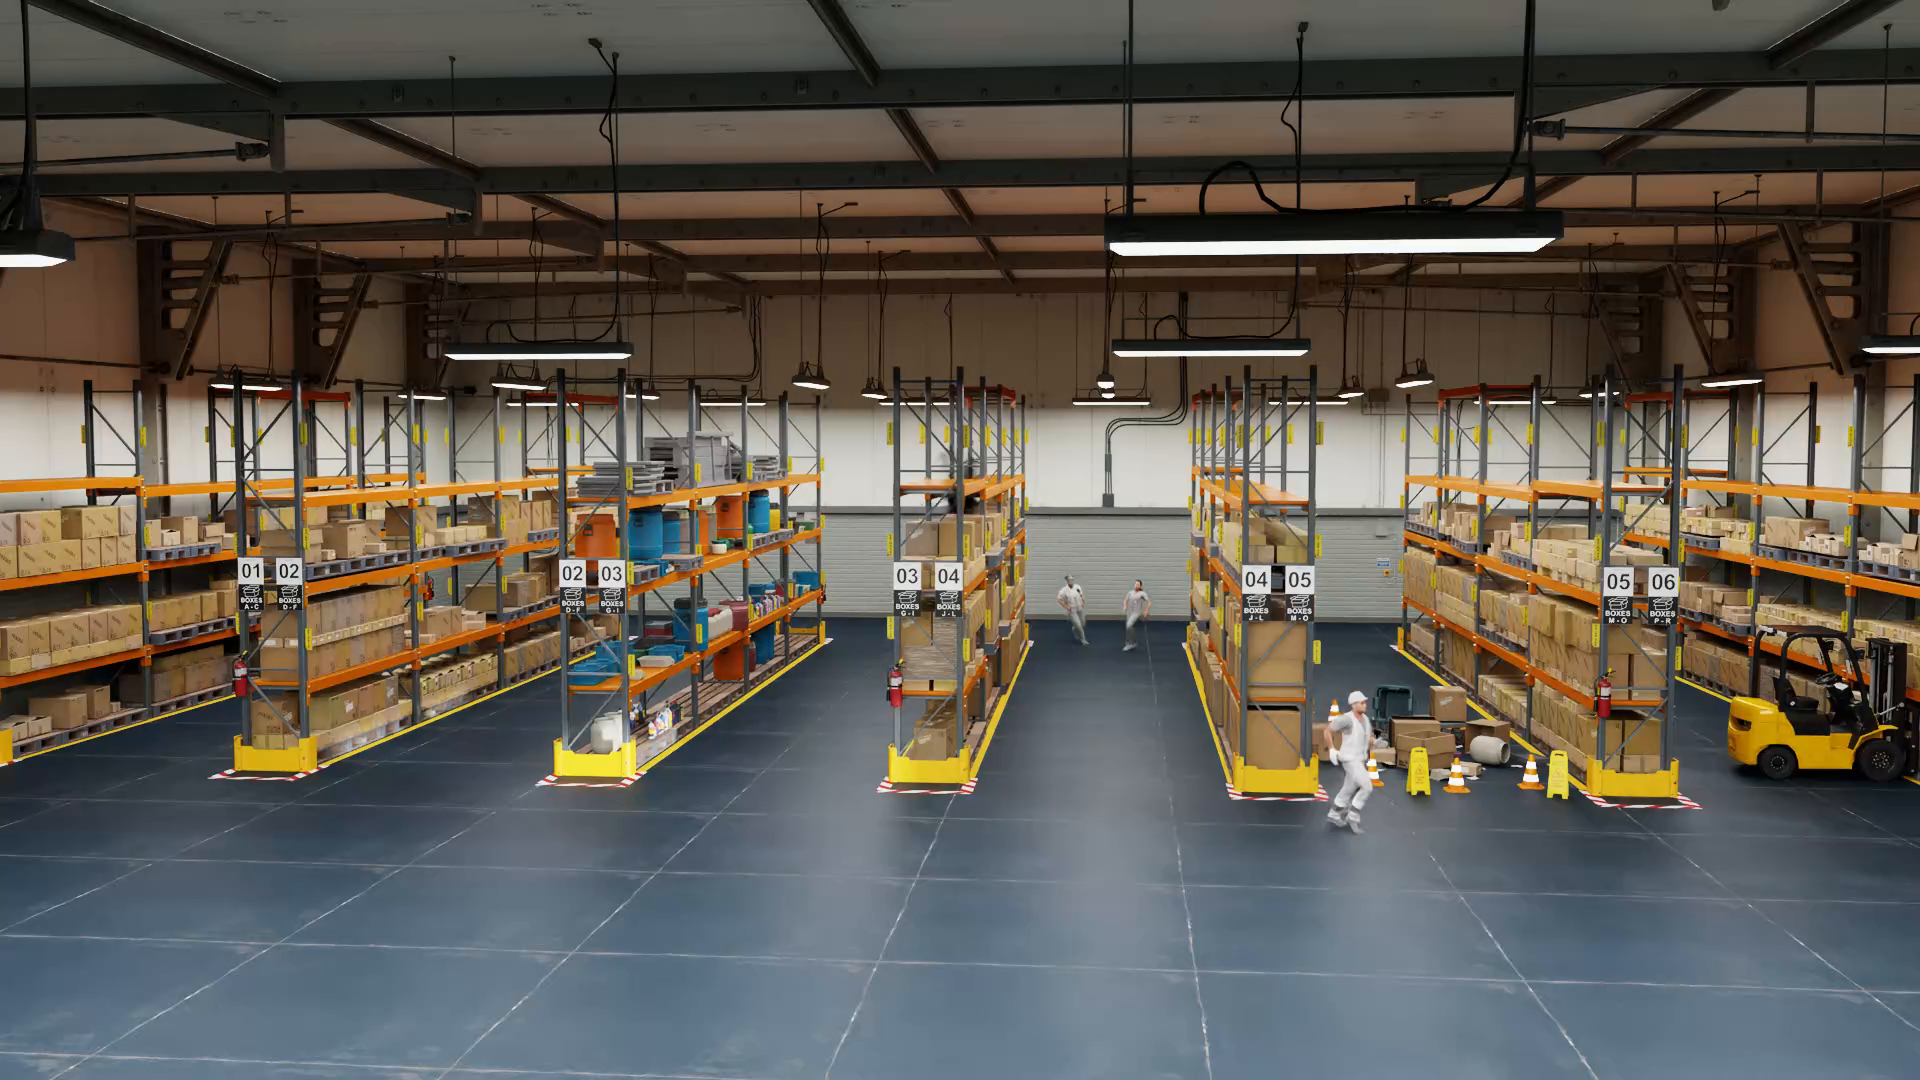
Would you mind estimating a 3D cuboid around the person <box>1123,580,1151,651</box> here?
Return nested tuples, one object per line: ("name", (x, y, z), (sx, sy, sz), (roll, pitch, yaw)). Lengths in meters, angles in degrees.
("person", (4.096, 1.768, 39.047), (0.611, 1.654, 0.635), (3, 5, 42))

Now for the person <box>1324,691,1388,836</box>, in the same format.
("person", (4.982, 2.809, 20.953), (0.821, 1.812, 0.644), (3, 5, 41))

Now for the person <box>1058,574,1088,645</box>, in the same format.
("person", (2.701, 1.669, 40.179), (0.719, 1.713, 0.719), (-2, 4, -24))
